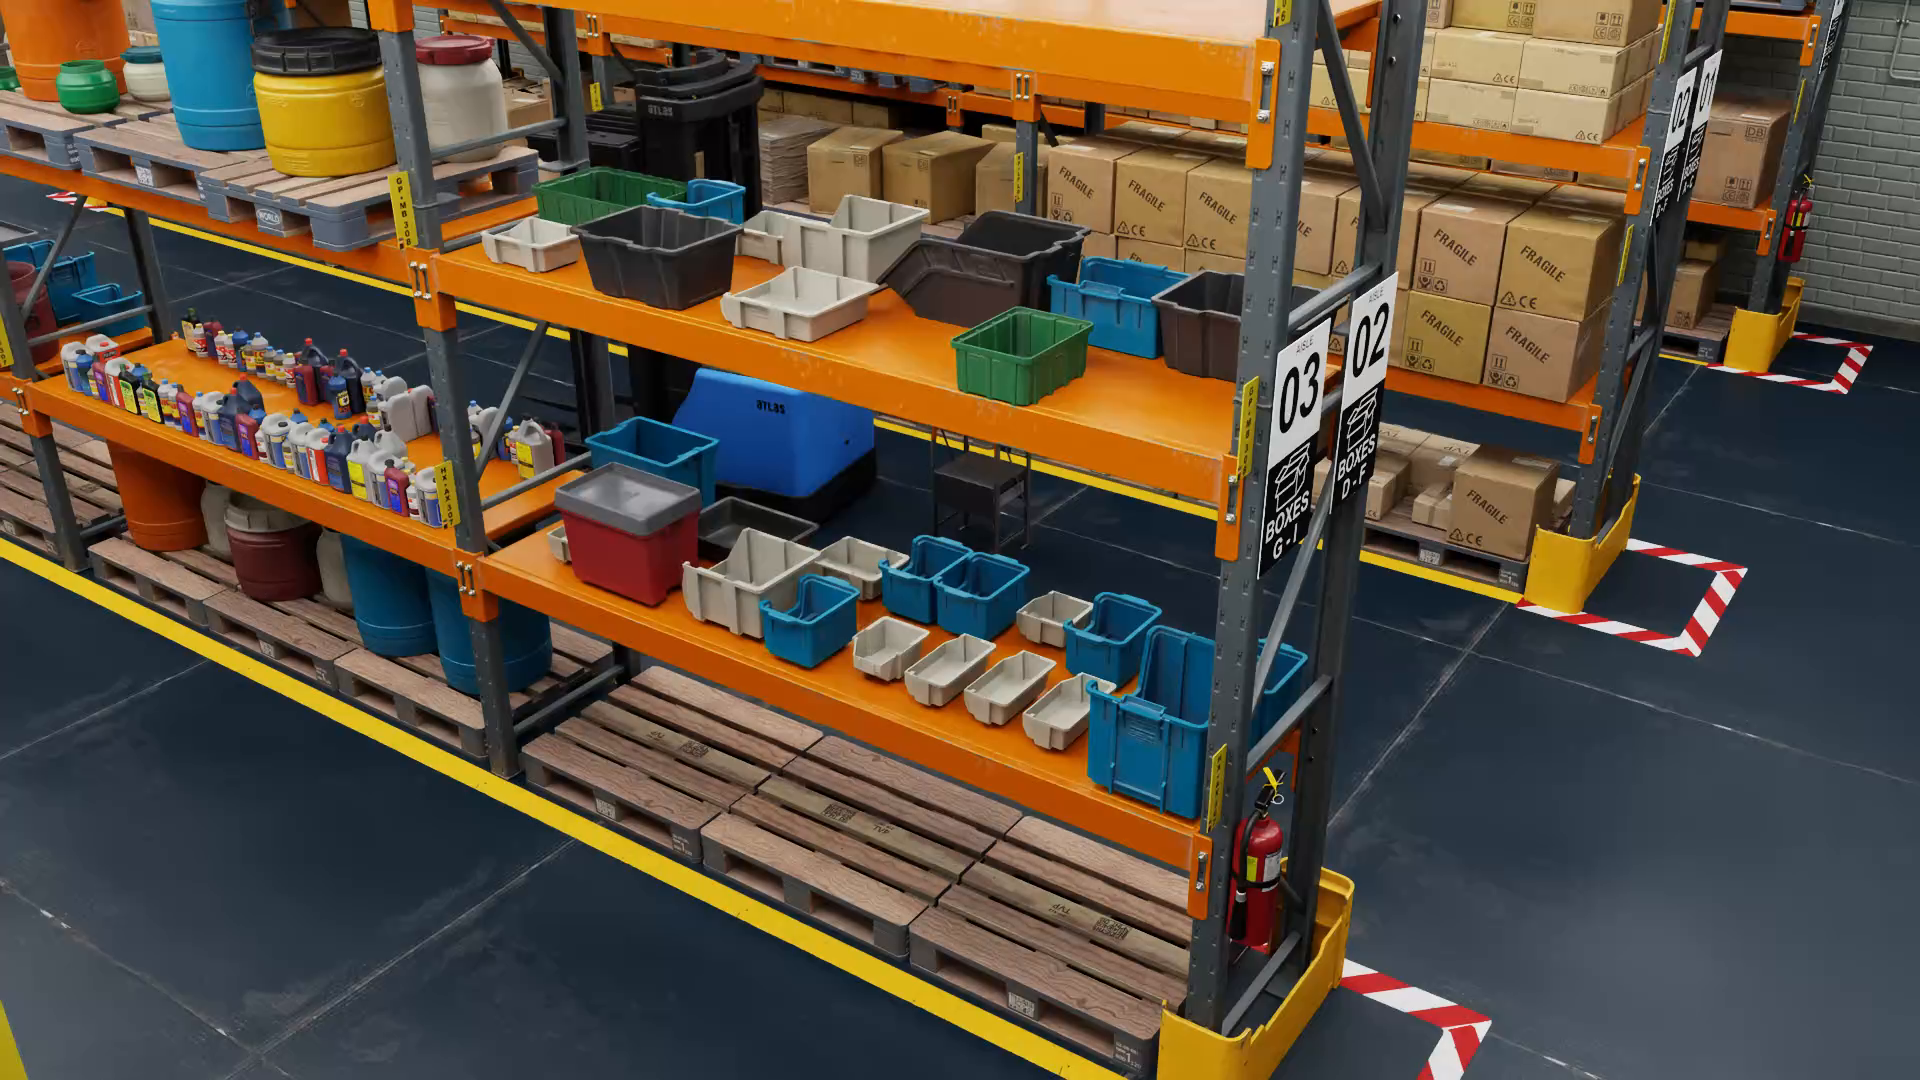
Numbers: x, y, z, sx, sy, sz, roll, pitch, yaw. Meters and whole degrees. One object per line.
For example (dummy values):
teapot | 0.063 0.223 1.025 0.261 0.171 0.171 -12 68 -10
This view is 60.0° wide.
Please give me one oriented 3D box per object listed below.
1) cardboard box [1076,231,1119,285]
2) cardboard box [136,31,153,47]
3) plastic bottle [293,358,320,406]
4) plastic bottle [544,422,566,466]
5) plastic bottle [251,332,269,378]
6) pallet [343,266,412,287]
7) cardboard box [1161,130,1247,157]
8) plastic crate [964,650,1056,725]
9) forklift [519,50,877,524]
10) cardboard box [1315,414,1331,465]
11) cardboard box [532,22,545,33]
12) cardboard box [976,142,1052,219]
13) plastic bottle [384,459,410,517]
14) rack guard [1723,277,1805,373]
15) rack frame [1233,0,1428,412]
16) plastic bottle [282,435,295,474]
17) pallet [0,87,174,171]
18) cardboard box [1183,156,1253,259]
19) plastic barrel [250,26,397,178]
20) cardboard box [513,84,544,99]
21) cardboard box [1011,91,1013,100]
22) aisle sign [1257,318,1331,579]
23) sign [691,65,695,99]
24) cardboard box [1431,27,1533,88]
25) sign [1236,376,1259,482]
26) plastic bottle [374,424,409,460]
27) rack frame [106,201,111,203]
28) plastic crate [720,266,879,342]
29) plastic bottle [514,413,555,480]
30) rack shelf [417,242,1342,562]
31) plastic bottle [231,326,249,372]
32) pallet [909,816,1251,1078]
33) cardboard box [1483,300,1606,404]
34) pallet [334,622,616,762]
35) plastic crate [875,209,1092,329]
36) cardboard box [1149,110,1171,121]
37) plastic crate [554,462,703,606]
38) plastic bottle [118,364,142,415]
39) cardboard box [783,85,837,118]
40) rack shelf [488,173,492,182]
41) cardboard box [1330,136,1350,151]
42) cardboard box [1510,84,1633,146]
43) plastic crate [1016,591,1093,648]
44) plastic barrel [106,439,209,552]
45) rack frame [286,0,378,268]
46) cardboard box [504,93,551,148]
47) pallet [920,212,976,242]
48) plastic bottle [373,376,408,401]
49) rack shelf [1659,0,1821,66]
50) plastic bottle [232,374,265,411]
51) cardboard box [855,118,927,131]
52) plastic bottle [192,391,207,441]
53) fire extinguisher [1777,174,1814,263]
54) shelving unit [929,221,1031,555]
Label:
cardboard box | 0.973 -1.955 11.449 0.500 0.500 0.500 18 32 32
cardboard box | -8.130 -5.113 16.938 0.250 0.149 0.380 16 31 29
plastic bottle | -3.809 -0.929 9.670 0.133 0.283 0.061 17 32 30
plastic bottle | -2.161 -0.494 8.817 0.133 0.283 0.061 17 32 30
plastic bottle | -4.226 -1.122 10.064 0.097 0.271 0.097 0 27 0
pallet | -5.257 -2.780 16.255 1.213 0.211 1.003 17 32 30
cardboard box | 1.695 -2.470 11.358 0.500 0.500 0.500 17 31 29
plastic crate | 0.192 0.604 6.755 0.243 0.136 0.396 17 32 30
forklift | -2.139 -1.805 11.340 3.031 2.935 1.130 13 30 23
cardboard box | 2.259 -0.746 11.451 0.637 0.503 0.797 17 32 30
cardboard box | -4.892 -6.384 20.405 0.500 0.250 0.500 18 32 31
cardboard box | 0.444 -2.581 12.214 0.500 0.500 0.700 7 28 13
plastic bottle | -2.824 -0.263 8.363 0.133 0.283 0.061 17 32 30
rack guard | 6.826 -1.849 14.106 0.348 0.500 1.175 17 32 30
rack frame | 1.197 -1.939 4.913 0.127 3.000 1.000 17 32 30
plastic bottle | -3.547 -0.462 8.843 0.097 0.201 0.097 0 27 0
pallet | -4.822 -2.339 9.215 1.213 0.211 1.003 17 32 30
cardboard box | 1.786 -2.143 10.715 0.500 0.500 0.500 16 31 29
plastic barrel | -2.967 -2.059 7.785 0.600 0.588 0.600 0 27 0
cardboard box | -5.393 -5.718 21.432 0.500 0.311 0.500 20 33 34
cardboard box | 0.726 -4.582 16.974 0.250 0.149 0.380 18 32 32
aisle sign | 1.091 -0.296 5.432 0.004 0.787 0.394 17 32 30
sign | -2.290 -3.857 14.106 0.005 0.325 0.100 17 32 30
cardboard box | 3.025 -2.774 9.475 0.500 0.250 0.500 17 32 30
sign | 0.899 -0.346 5.205 0.005 0.325 0.100 17 32 30
plastic bottle | -2.961 -0.438 8.632 0.185 0.351 0.144 17 32 30
rack frame | -9.184 -5.225 17.984 0.127 3.000 1.000 17 32 30
plastic crate | -0.647 -0.923 6.513 0.530 0.136 0.437 17 32 30
plastic bottle | -2.240 -0.493 8.739 0.185 0.351 0.144 17 32 30
rack shelf | -0.451 -0.795 6.765 4.000 0.370 1.077 17 32 30
plastic bottle | -4.387 -1.172 10.162 0.097 0.271 0.097 0 27 0
pallet | 0.539 1.751 7.351 1.213 0.211 1.003 17 32 30
cardboard box | 3.481 -1.174 9.914 0.500 0.500 0.500 18 32 32
pallet | -2.712 0.736 9.344 1.213 0.211 1.003 17 32 30
plastic crate | 0.094 -1.070 6.580 0.767 0.338 0.504 17 32 30
cardboard box | 2.048 -4.217 16.258 0.250 0.149 0.380 16 31 29
plastic crate | -1.506 -0.025 7.629 0.583 0.464 0.402 17 32 30
plastic bottle | -4.757 -0.866 9.546 0.133 0.283 0.061 17 32 30
cardboard box | -1.673 -5.040 19.065 0.500 0.250 0.500 16 31 29
rack shelf | -4.238 -3.364 15.119 4.000 0.370 1.077 17 32 30
cardboard box | 3.947 -3.985 15.216 0.700 0.700 0.980 18 32 31
cardboard box | 3.432 -2.420 9.330 0.500 0.250 0.500 17 32 30
plastic crate | 0.403 0.351 7.251 0.298 0.136 0.250 17 32 30
plastic barrel | -4.984 -0.420 10.473 0.708 0.830 0.600 17 32 30
rack frame | -5.887 -4.198 15.965 0.127 3.000 1.000 17 32 30
cardboard box | -3.982 -3.640 14.759 0.500 0.500 0.500 15 31 28
pallet | 0.111 -2.304 12.456 1.213 0.211 1.003 17 32 30
plastic bottle | -3.220 -0.796 9.418 0.135 0.276 0.152 17 32 30
rack shelf | 5.158 -4.499 14.043 4.000 0.370 1.077 17 32 30
plastic bottle | -3.976 -0.759 9.262 0.185 0.351 0.144 17 32 30
cardboard box | -0.770 -4.447 18.726 0.500 0.500 0.700 17 32 30
plastic bottle | -4.191 -0.694 9.222 0.097 0.271 0.097 0 27 0
fire extinguisher | 6.669 -2.557 13.238 0.183 0.674 0.296 17 32 30
shelving unit | 0.136 -0.893 10.464 0.503 2.100 0.431 17 32 30
